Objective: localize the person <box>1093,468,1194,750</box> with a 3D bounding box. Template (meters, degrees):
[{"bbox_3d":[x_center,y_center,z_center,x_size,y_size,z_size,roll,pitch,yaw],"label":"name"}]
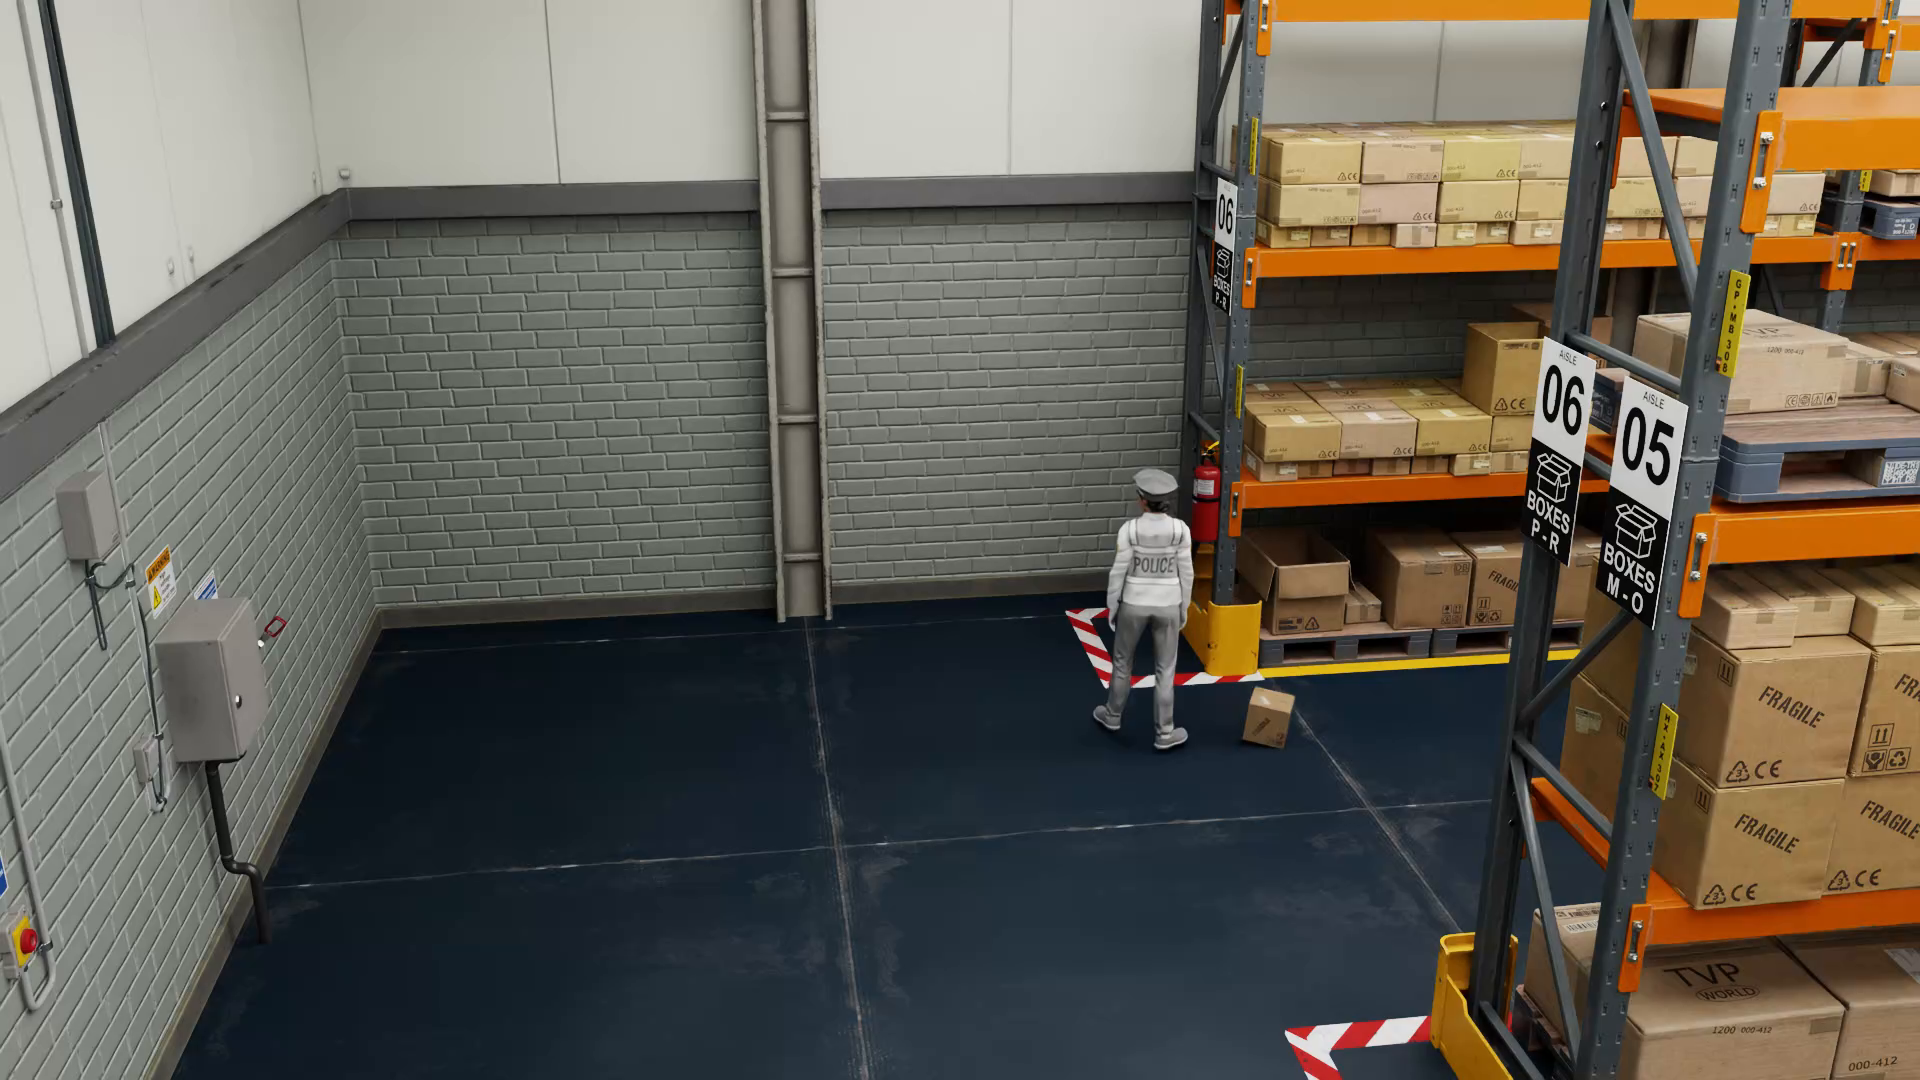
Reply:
[{"bbox_3d":[13.312,-0.313,5.788,25.355,5.850,6.398,1,20,3],"label":"person"}]
